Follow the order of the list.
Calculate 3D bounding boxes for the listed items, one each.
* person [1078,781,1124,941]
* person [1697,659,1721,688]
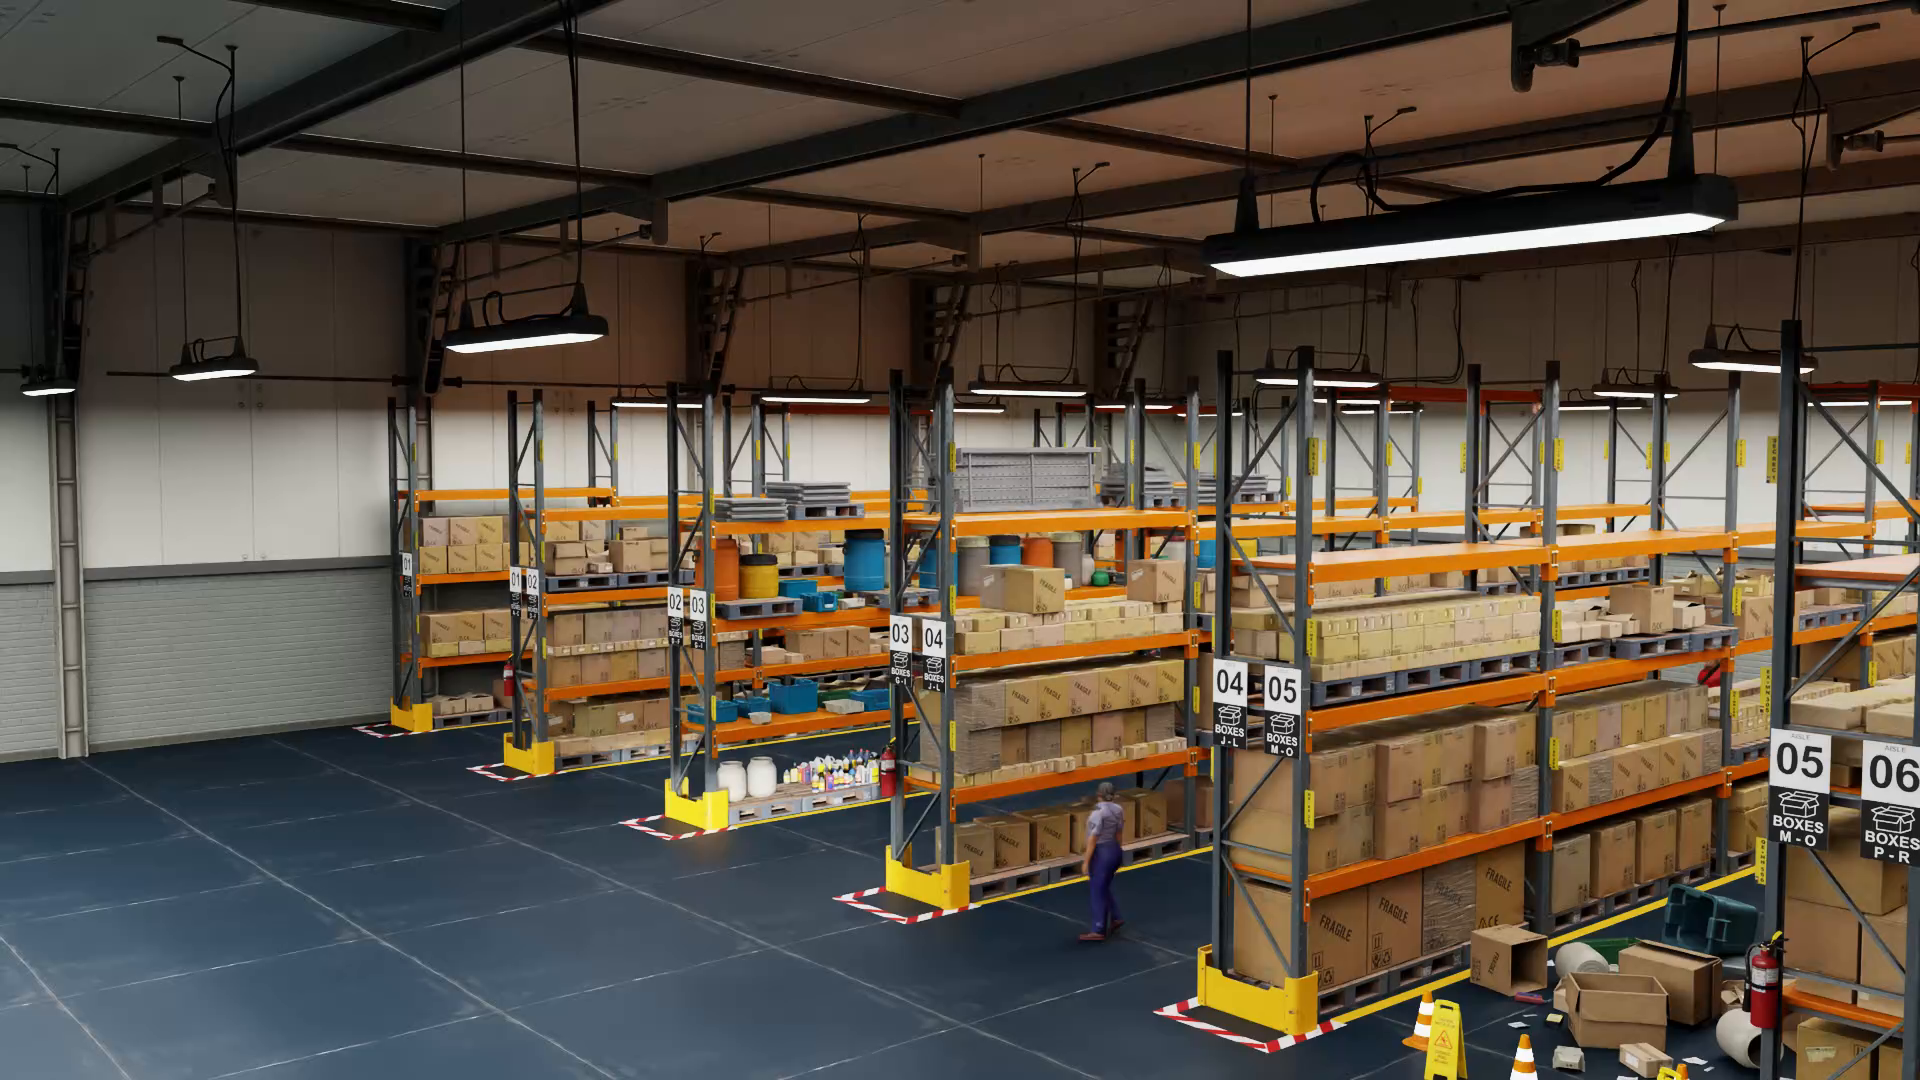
[{"bbox_3d":[1.485,3.350,17.377,0.394,1.662,0.575,2,4,25],"label":"person"},{"bbox_3d":[12.353,2.722,27.440,0.645,1.682,1.006,3,4,41],"label":"person"}]
